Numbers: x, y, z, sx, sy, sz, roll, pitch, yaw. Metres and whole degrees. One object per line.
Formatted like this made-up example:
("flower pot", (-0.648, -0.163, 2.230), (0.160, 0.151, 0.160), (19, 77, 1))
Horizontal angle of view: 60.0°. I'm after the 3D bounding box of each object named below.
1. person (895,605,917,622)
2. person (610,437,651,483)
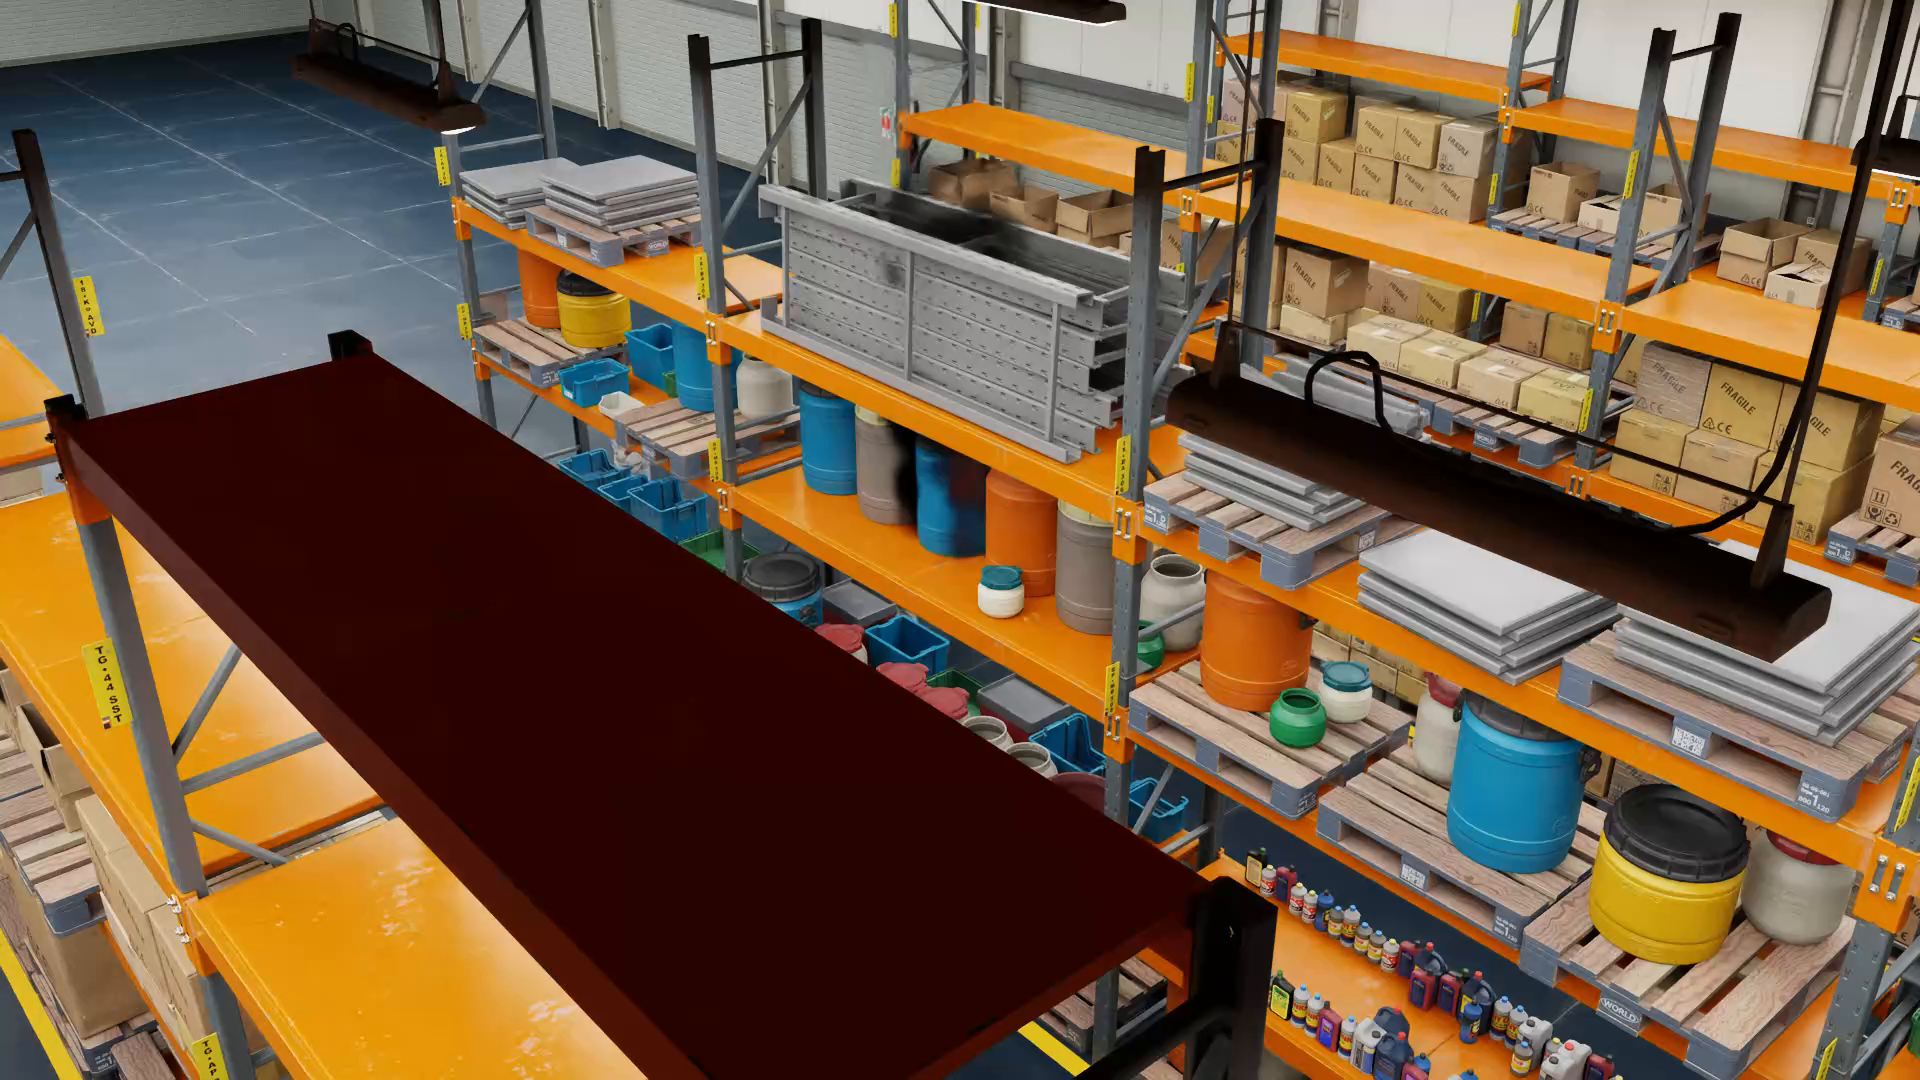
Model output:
("person", (-0.564, 0.273, 15.204), (0.589, 1.647, 0.528), (-23, 35, -38))
("person", (-3.371, -0.801, 17.199), (0.720, 1.854, 0.667), (8, 28, 15))
